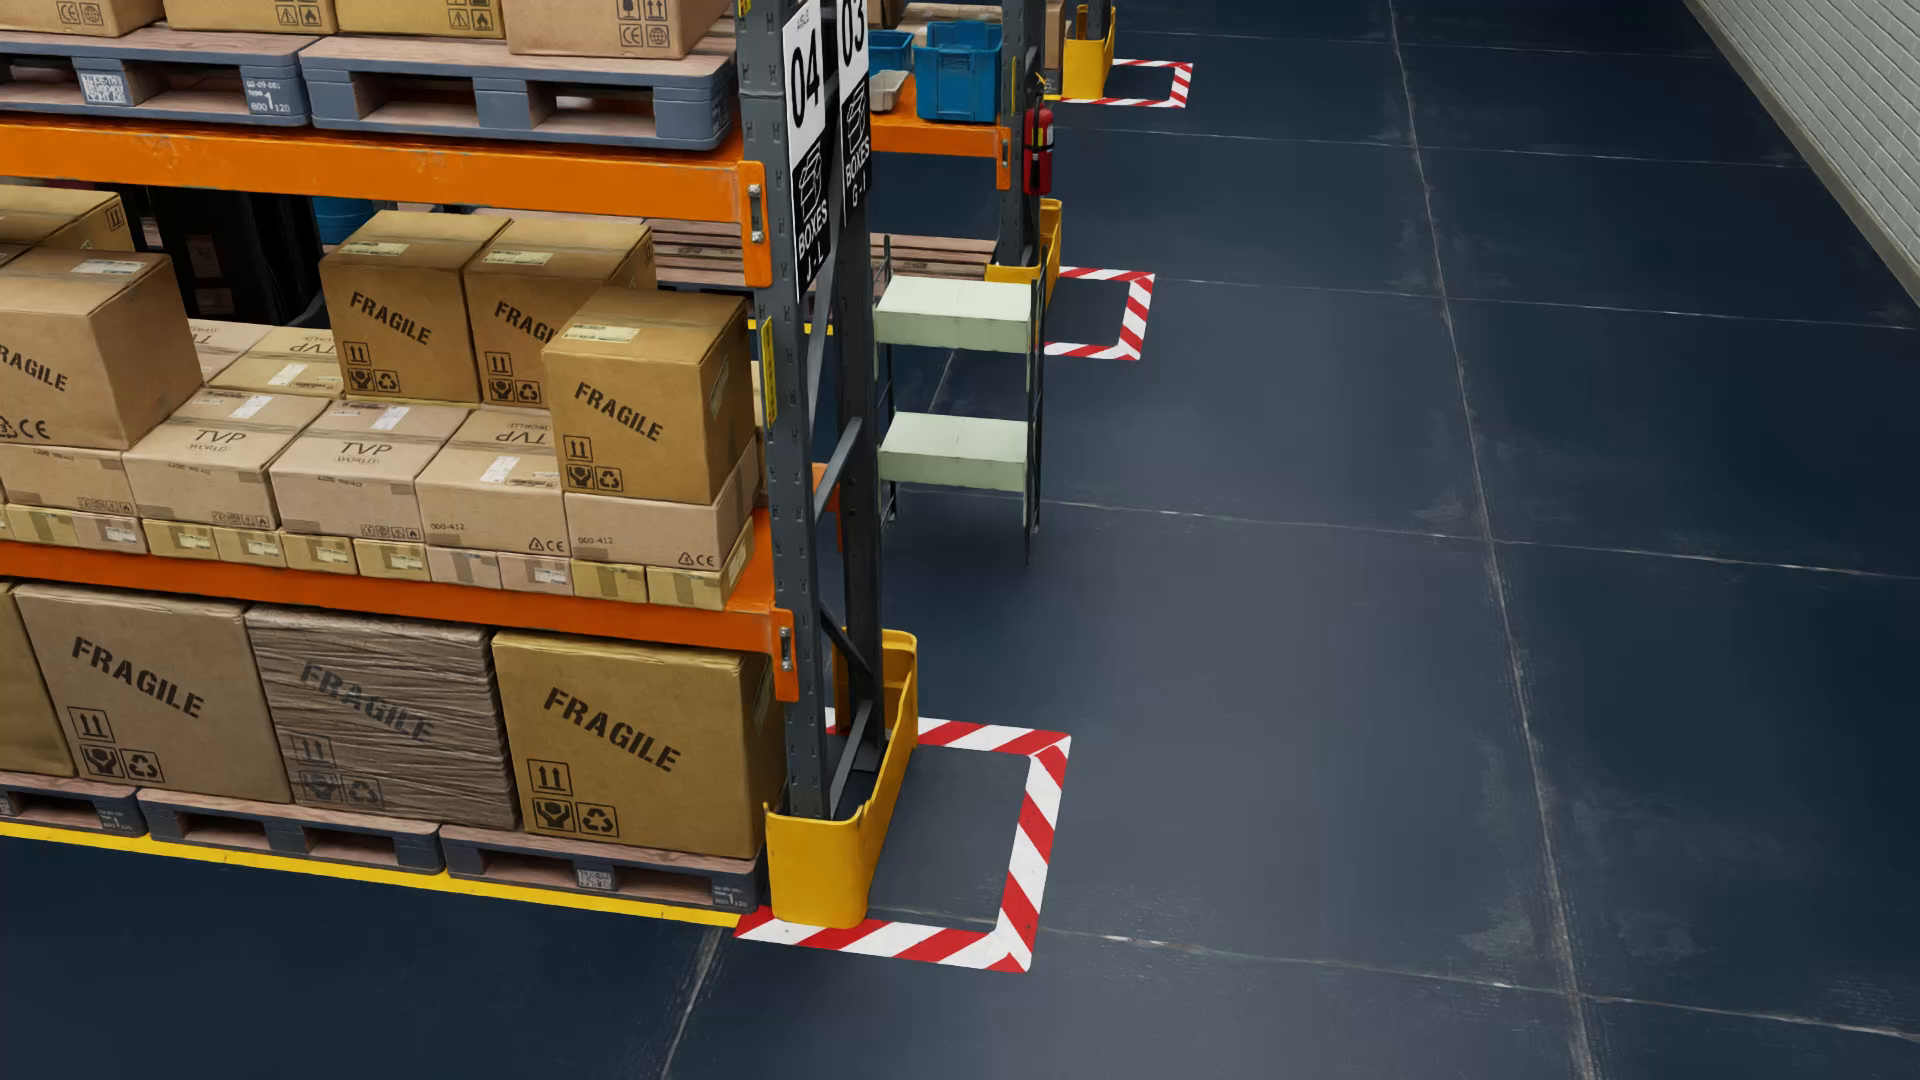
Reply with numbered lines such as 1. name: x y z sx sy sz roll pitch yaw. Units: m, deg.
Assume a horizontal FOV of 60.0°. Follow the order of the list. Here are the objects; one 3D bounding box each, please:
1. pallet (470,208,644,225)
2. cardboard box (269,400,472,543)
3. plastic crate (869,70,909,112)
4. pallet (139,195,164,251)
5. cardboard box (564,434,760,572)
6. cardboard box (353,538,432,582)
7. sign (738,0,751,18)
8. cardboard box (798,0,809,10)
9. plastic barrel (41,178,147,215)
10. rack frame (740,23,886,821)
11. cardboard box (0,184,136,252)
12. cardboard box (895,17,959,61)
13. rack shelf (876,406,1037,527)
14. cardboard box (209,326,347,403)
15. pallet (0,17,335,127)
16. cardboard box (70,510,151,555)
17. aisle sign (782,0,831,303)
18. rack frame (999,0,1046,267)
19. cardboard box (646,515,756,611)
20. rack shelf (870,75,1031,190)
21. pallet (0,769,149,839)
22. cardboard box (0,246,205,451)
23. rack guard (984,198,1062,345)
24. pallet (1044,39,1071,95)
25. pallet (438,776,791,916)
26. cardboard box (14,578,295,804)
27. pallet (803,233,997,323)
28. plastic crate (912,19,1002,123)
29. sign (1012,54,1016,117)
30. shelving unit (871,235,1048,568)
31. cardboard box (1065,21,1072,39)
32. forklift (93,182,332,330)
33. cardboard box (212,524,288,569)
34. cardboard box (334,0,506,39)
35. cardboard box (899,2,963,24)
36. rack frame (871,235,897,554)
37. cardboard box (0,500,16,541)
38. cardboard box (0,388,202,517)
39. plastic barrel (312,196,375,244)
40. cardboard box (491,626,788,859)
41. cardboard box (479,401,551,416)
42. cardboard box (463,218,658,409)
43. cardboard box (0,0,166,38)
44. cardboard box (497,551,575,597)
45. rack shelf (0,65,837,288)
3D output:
1. pallet: -2.833 -1.904 11.093 1.213 0.211 1.003 5 32 8
2. cardboard box: -1.979 -0.242 5.670 0.500 0.250 0.500 4 32 7
3. plastic crate: -0.456 -2.666 9.874 0.243 0.136 0.396 5 32 8
4. pallet: -5.524 -2.148 11.482 1.213 0.211 1.003 5 32 8
5. cardboard box: -0.977 -0.151 5.525 0.500 0.250 0.500 5 32 7
6. cardboard box: -1.868 -0.027 5.703 0.250 0.149 0.380 4 32 7
7. sign: -0.560 -1.514 4.255 0.005 0.325 0.100 5 32 8
8. cardboard box: -1.379 -4.799 15.209 0.500 0.311 0.500 5 32 8
9. plastic barrel: -5.909 -2.509 11.307 0.708 0.588 0.600 5 32 8
10. rack frame: -0.455 -0.184 5.716 0.127 3.000 1.000 5 32 8
11. cardboard box: -3.406 -0.973 6.132 0.500 0.500 0.500 5 32 9
12. cardboard box: -0.293 -4.406 14.638 0.500 0.250 0.500 5 32 8
13. rack shelf: -0.007 -0.360 8.026 0.720 0.370 0.431 5 32 8
14. cardboard box: -2.406 -0.564 6.185 0.500 0.250 0.500 5 32 7
15. pallet: -2.394 -1.586 5.213 1.213 0.211 1.003 5 32 8
16. cardboard box: -2.884 -0.118 5.849 0.250 0.149 0.380 6 32 9
17. aisle sign: -0.434 -1.122 4.766 0.004 0.787 0.394 5 32 8
18. rack frame: 0.379 -2.774 9.855 0.127 3.000 1.000 5 32 8
19. cardboard box: -0.861 0.063 5.559 0.250 0.149 0.380 6 33 9
20. rack shelf: -1.593 -2.648 10.331 4.000 0.370 1.077 5 32 8
21. pallet: -3.661 0.750 6.853 1.213 0.211 1.003 5 32 8
22. cardboard box: -2.971 -0.653 5.620 0.500 0.500 0.500 4 32 7
23. rack guard: 0.405 -1.719 10.525 0.348 0.500 1.175 5 32 8
24. pallet: 0.355 -4.260 14.857 1.213 0.211 1.003 5 32 8
25. pallet: -1.256 0.968 6.505 1.213 0.211 1.003 5 32 8
26. cardboard box: -2.873 0.363 6.450 0.875 0.875 0.875 5 32 8
27. pallet: -0.428 -1.686 10.745 1.213 0.211 1.003 5 32 8
28. plastic crate: 0.017 -2.747 9.721 0.499 0.435 0.616 5 32 8
29. sign: 0.302 -2.554 9.350 0.005 0.325 0.100 5 32 8
30. shelving unit: -0.007 -0.636 7.853 0.755 1.500 0.431 5 32 8
31. cardboard box: 0.861 -4.560 14.980 0.250 0.149 0.380 5 32 8
32. forklift: -3.624 -1.132 7.295 3.031 2.935 1.130 -2 32 -3
33. cardboard box: -2.368 -0.073 5.777 0.250 0.149 0.380 6 33 9
34. cardboard box: -1.511 -1.850 4.966 0.500 0.500 0.700 4 32 6
35. cardboard box: -0.258 -4.672 15.063 0.500 0.250 0.500 5 32 8
36. rack frame: -0.367 -0.669 7.905 0.023 1.500 0.400 5 32 8
37. cardboard box: -3.384 -0.165 5.923 0.250 0.149 0.380 4 32 7
38. cardboard box: -2.978 -0.334 5.818 0.500 0.250 0.500 6 33 9
39. plastic barrel: -4.098 -2.477 10.962 0.708 0.901 0.600 5 32 8
40. cardboard box: -1.099 0.524 6.193 0.875 0.875 0.875 5 32 8
41. cardboard box: -1.396 -0.473 6.040 0.500 0.250 0.500 5 32 8
42. cardboard box: -1.375 -0.793 5.844 0.500 0.500 0.500 4 32 7
43. cardboard box: -2.595 -1.865 4.991 0.500 0.500 0.700 7 33 10
44. cardboard box: -1.366 0.018 5.631 0.250 0.149 0.380 5 32 8
45. rack shelf: -2.426 -1.329 5.397 4.000 0.370 1.077 5 32 8
